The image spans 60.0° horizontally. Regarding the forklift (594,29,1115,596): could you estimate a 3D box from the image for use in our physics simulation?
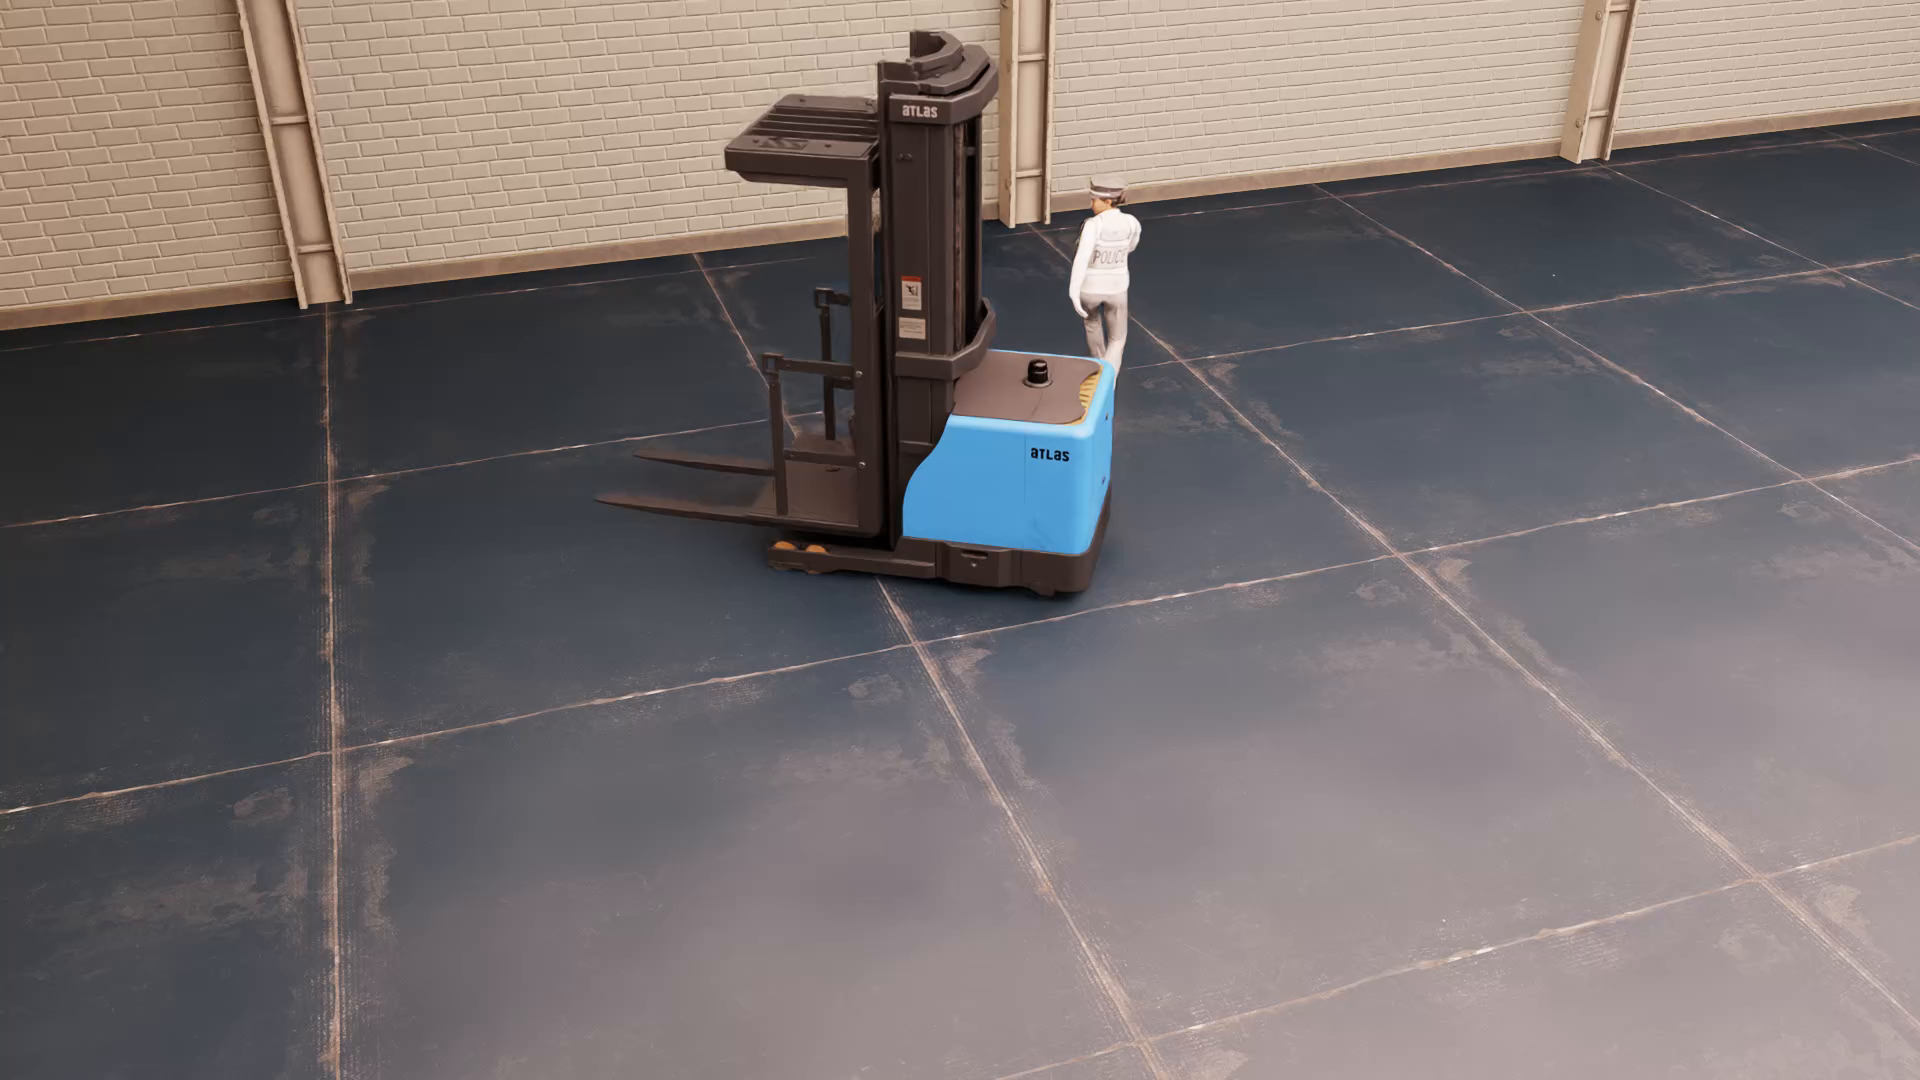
[{"bbox_3d":[-0.656,-1.321,9.383,3.031,2.935,1.130,6,31,11],"label":"forklift"}]

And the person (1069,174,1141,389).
[{"bbox_3d":[0.982,-1.742,11.511,0.506,1.602,0.884,0,30,0],"label":"person"}]
